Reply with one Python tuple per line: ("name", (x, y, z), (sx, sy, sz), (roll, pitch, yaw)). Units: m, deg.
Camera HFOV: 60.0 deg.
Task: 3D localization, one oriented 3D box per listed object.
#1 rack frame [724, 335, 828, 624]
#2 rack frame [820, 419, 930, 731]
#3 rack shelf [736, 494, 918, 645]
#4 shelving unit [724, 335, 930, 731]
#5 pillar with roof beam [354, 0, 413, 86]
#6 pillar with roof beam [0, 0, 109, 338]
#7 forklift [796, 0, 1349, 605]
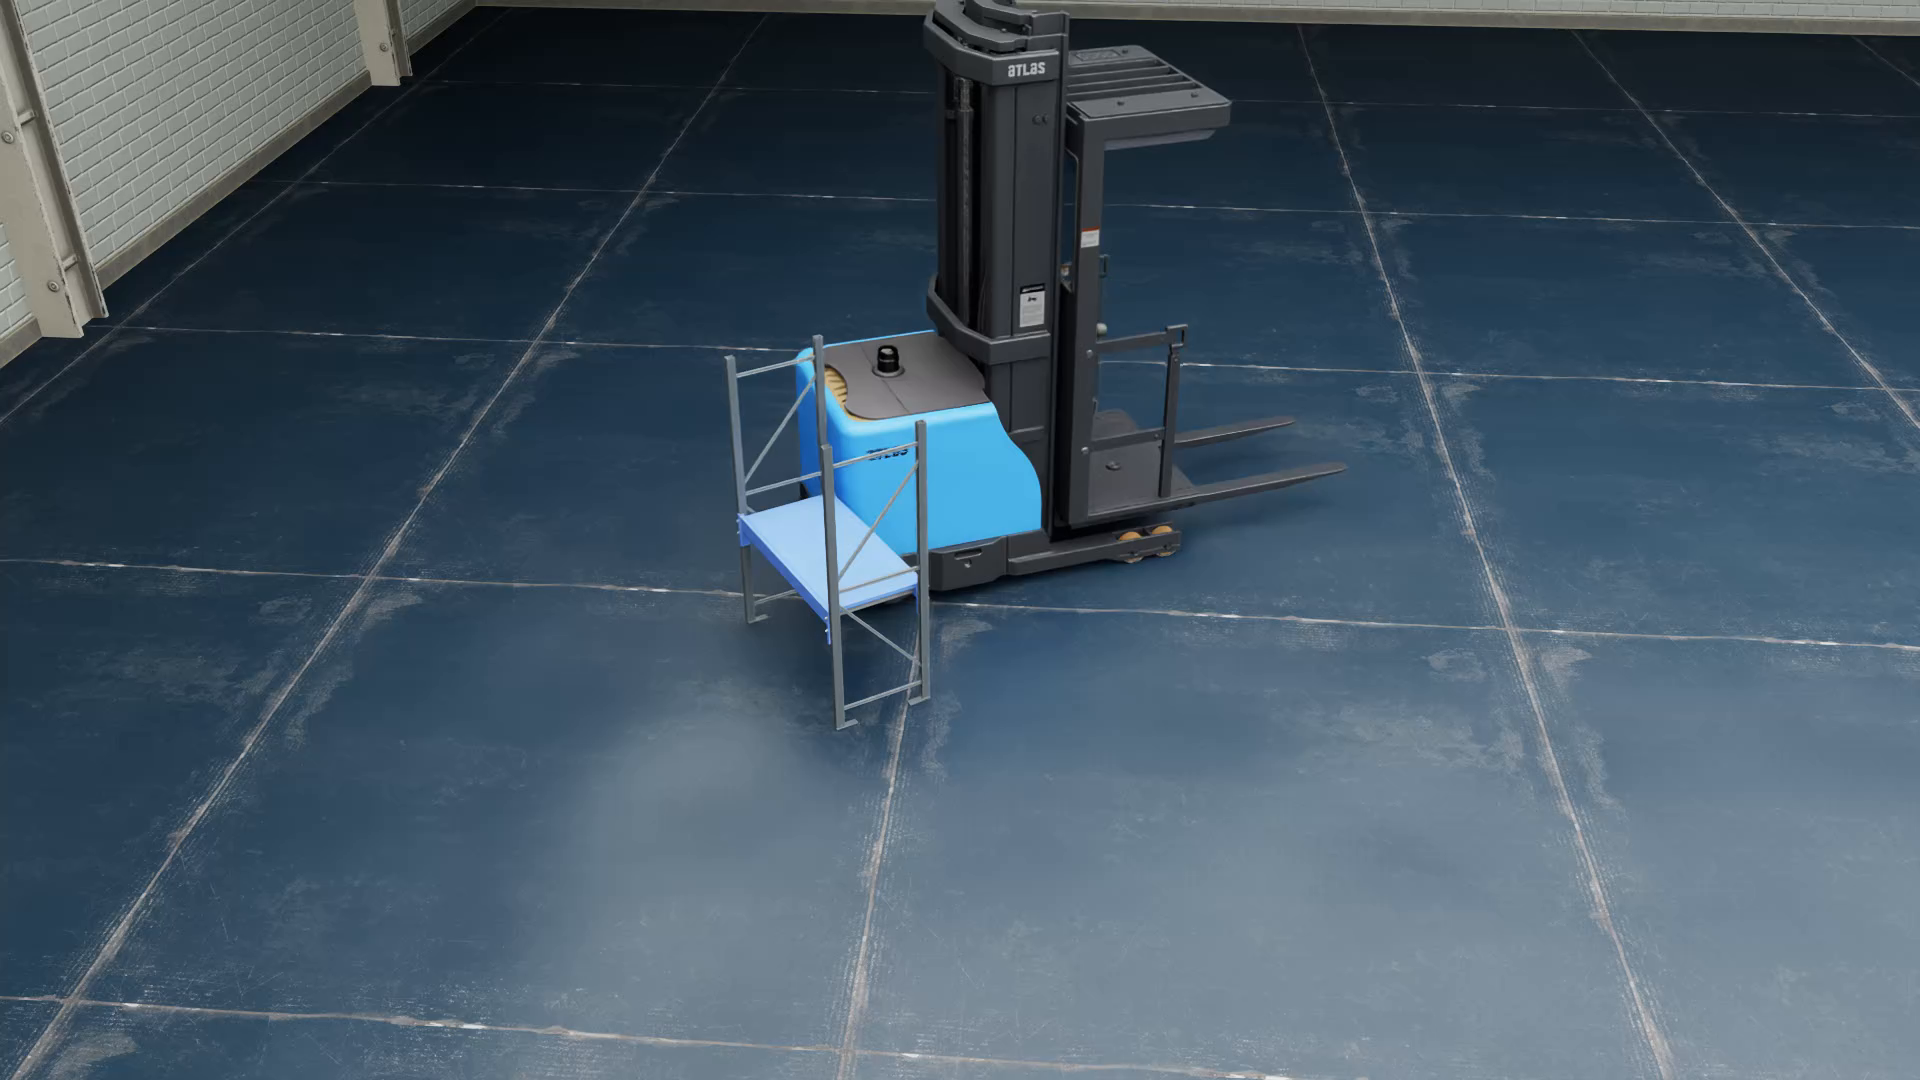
("rack frame", (-0.881, -0.277, 8.270), (0.500, 1.500, 0.032), (-17, 36, -25))
("rack frame", (-0.368, 0.183, 7.523), (0.500, 1.500, 0.032), (-17, 36, -25))
("rack shelf", (-0.625, 0.106, 7.991), (0.538, 0.185, 1.000), (-17, 36, -25))
("shelving unit", (-0.625, -0.047, 7.897), (0.538, 1.500, 1.048), (-17, 36, -25))
("pillar with roof beam", (-1.456, -8.295, 14.132), (9.100, 9.000, 0.400), (2, 32, 4))
("pillar with roof beam", (-1.944, -5.157, 9.041), (9.100, 9.000, 0.400), (2, 32, 4))
("forklift", (0.684, -1.374, 8.685), (3.031, 2.935, 1.130), (-10, 33, -16))
